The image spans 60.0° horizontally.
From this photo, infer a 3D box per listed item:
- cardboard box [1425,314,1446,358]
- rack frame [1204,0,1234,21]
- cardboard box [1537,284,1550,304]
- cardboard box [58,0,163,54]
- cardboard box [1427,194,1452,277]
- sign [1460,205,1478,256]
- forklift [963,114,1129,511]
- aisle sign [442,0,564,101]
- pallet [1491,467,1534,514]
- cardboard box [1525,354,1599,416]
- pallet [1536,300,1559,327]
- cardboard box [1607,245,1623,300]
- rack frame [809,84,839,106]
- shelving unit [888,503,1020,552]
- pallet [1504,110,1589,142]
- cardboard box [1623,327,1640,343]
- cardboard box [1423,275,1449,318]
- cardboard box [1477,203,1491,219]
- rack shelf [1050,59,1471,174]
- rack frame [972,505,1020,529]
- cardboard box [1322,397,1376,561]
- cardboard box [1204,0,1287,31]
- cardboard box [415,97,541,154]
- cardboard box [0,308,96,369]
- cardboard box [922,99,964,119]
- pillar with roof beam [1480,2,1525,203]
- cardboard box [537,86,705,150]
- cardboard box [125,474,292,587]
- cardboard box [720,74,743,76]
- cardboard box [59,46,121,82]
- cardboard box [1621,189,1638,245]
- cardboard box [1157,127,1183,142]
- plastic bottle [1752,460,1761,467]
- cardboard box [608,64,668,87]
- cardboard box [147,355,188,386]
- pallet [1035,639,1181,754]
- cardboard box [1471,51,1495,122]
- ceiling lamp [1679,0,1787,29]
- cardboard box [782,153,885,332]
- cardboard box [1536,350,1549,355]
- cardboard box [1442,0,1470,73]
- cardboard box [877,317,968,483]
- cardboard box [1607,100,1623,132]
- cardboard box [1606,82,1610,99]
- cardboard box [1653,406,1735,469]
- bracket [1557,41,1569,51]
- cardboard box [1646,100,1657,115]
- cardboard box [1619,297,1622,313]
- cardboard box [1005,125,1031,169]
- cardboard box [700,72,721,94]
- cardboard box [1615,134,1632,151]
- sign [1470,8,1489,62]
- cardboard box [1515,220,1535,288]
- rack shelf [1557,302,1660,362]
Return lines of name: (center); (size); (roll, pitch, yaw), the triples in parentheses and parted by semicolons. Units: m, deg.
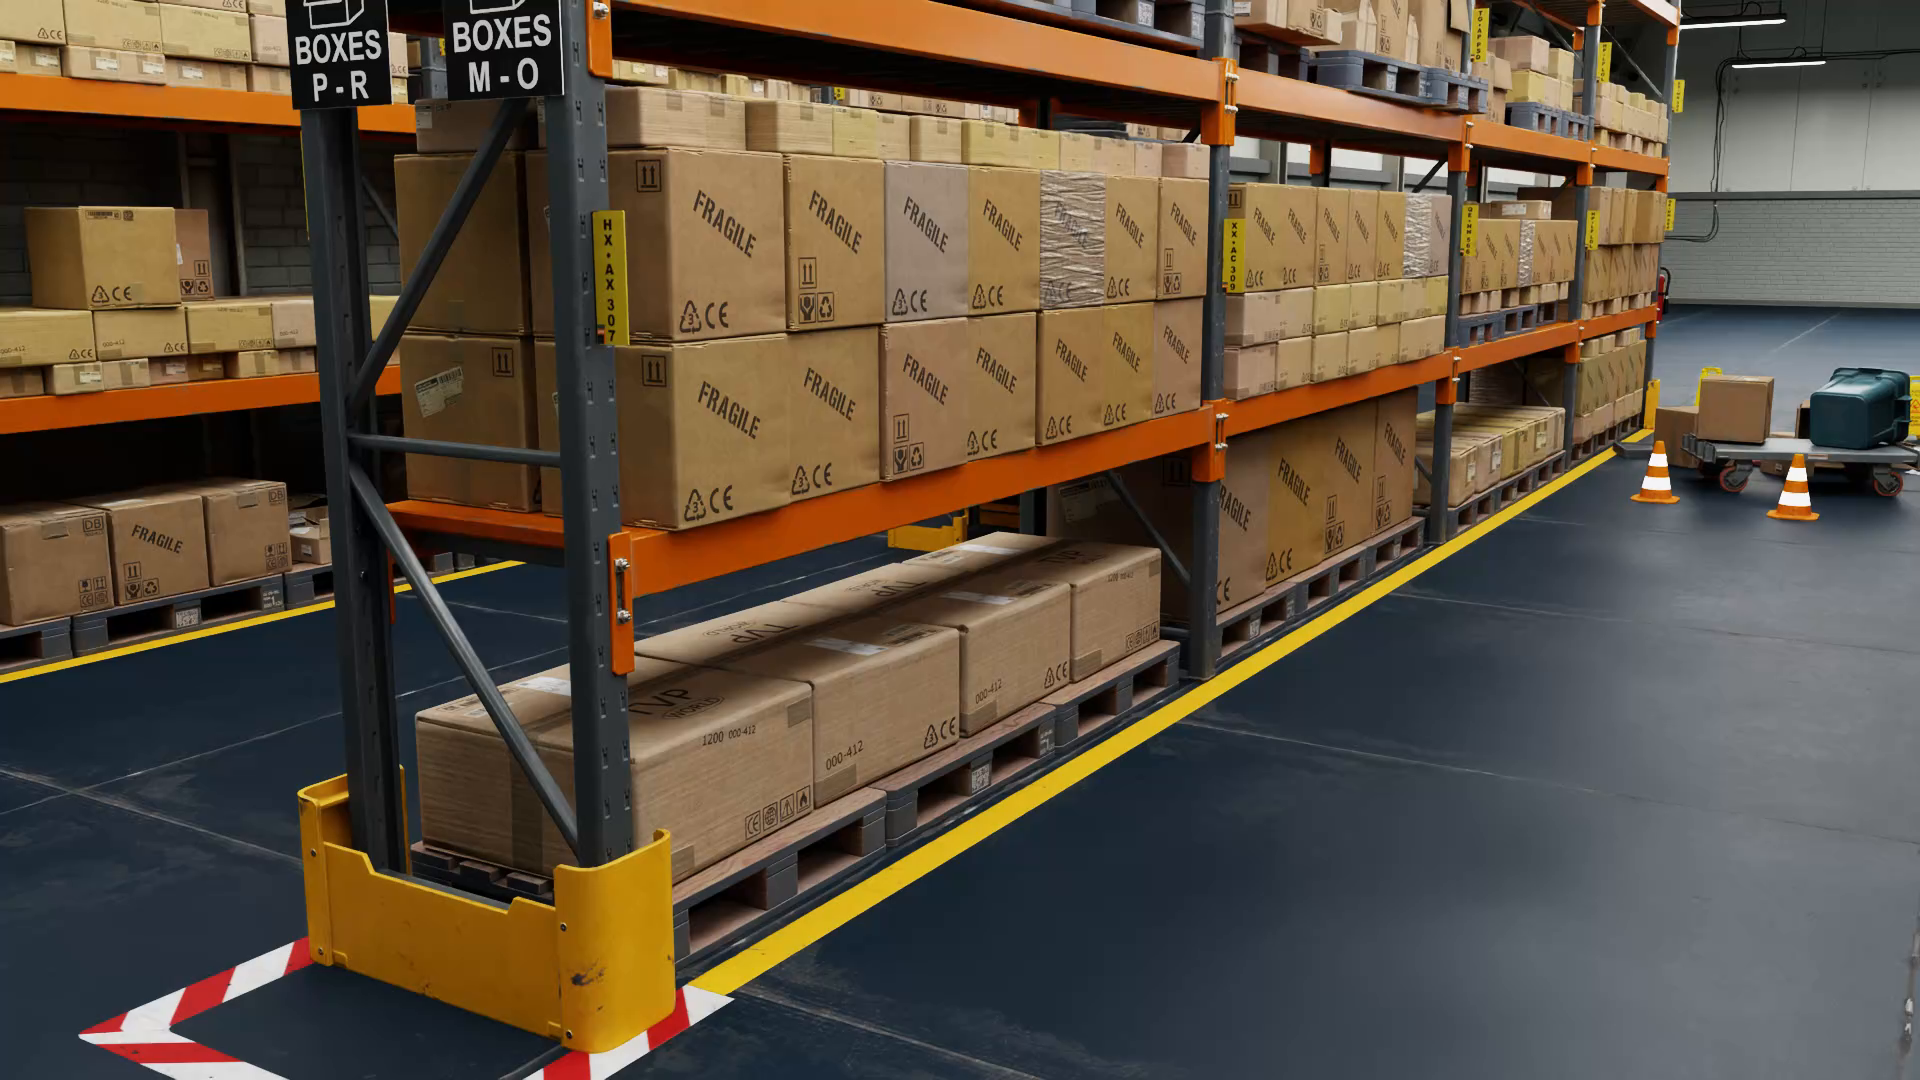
cardboard box: (2.786, -1.311, 10.628); (0.500, 0.250, 0.500); (6, 12, 29)
rack frame: (0.750, -3.809, 7.259); (1.000, 3.000, 0.127); (6, 12, 31)
cardboard box: (4.488, -1.970, 13.280); (0.380, 0.149, 0.250); (7, 12, 31)
cardboard box: (-4.336, -2.540, 8.232); (0.500, 0.250, 0.500); (6, 12, 30)
cardboard box: (2.782, -1.923, 10.502); (0.500, 0.500, 0.500); (6, 12, 29)
sign: (3.303, -2.006, 10.785); (0.100, 0.325, 0.005); (6, 12, 31)
forklift: (1.036, -1.800, 13.019); (1.130, 2.935, 3.031); (6, 12, 29)
aisle sign: (-1.116, -1.470, 4.003); (0.394, 0.787, 0.004); (6, 12, 31)
pallet: (3.868, -0.432, 13.105); (1.003, 0.211, 1.213); (6, 12, 31)
cardboard box: (5.440, -1.409, 15.035); (0.500, 0.500, 0.500); (7, 13, 33)
pallet: (4.382, -1.918, 13.982); (1.003, 0.211, 1.213); (6, 12, 31)
cardboard box: (5.883, -2.515, 15.571); (0.500, 0.500, 0.500); (6, 12, 30)
rack frame: (-1.418, -4.912, 13.149); (1.000, 3.000, 0.127); (6, 12, 31)
shelving unit: (0.040, -0.749, 11.295); (0.587, 1.500, 1.083); (6, 12, 31)
pallet: (4.492, -3.413, 13.809); (1.213, 0.211, 1.003); (6, 12, 31)
cardboard box: (6.654, -2.075, 16.829); (0.380, 0.149, 0.250); (7, 13, 32)
cardboard box: (2.792, -1.561, 10.603); (0.500, 0.250, 0.500); (6, 12, 30)
cardboard box: (4.357, -2.799, 14.182); (0.380, 0.149, 0.250); (6, 12, 30)
rack shelf: (1.788, -2.295, 9.282); (1.077, 0.370, 4.000); (6, 12, 31)
rack frame: (0.308, -0.831, 11.729); (0.500, 1.500, 0.032); (6, 12, 31)
cardboard box: (1.930, -0.411, 10.043); (0.875, 0.875, 0.875); (7, 12, 31)
cardboard box: (1.309, -2.520, 7.751); (0.396, 0.266, 0.258); (6, 12, 30)
cardboard box: (-1.312, -1.166, 4.694); (0.380, 0.149, 0.250); (7, 12, 31)
cardboard box: (-4.583, -0.982, 8.062); (0.500, 0.250, 0.500); (6, 12, 30)
cardboard box: (-0.305, -3.993, 14.708); (0.500, 0.500, 0.500); (7, 13, 32)
pillar with roof beam: (14.629, -8.566, 32.669); (9.100, 9.000, 0.548); (6, 12, 31)
cardboard box: (-0.906, -1.120, 4.447); (0.380, 0.149, 0.250); (7, 13, 32)
cardboard box: (-4.156, -0.063, 9.208); (0.700, 0.500, 0.500); (6, 12, 29)
cardboard box: (-1.833, -3.509, 12.327); (0.380, 0.149, 0.250); (6, 12, 30)
cardboard box: (-4.328, -2.315, 8.115); (0.380, 0.149, 0.250); (6, 12, 31)
cardboard box: (5.885, -3.008, 15.488); (0.700, 0.500, 0.500); (6, 12, 29)
cardboard box: (2.097, -4.756, 18.783); (0.700, 0.500, 0.500); (6, 12, 31)
plastic bottle: (7.176, -0.698, 14.929); (0.133, 0.061, 0.283); (9, 14, 40)
cardboard box: (-2.223, -3.193, 11.393); (0.380, 0.149, 0.250); (7, 13, 32)
cardboard box: (-4.260, -0.895, 8.680); (0.380, 0.149, 0.250); (6, 12, 31)
pallet: (0.288, 0.623, 7.469); (1.003, 0.211, 1.213); (6, 12, 31)
cardboard box: (3.327, -3.161, 11.677); (0.700, 0.500, 0.500); (6, 12, 31)
ceiling lamp: (14.503, -11.239, 31.087); (2.000, 3.185, 0.800); (6, 12, 31)
cardboard box: (-0.572, -0.902, 5.045); (0.500, 0.500, 0.500); (6, 12, 29)
cardboard box: (5.244, -1.541, 15.739); (0.500, 0.500, 0.500); (7, 12, 32)
cardboard box: (2.760, -3.147, 10.454); (0.797, 0.503, 0.637); (6, 12, 27)
cardboard box: (-0.314, -0.489, 5.556); (0.500, 0.500, 0.500); (6, 12, 30)
cardboard box: (5.626, -3.790, 14.910); (0.500, 0.250, 0.500); (6, 12, 30)
cardboard box: (5.456, -3.923, 14.537); (0.380, 0.149, 0.250); (7, 13, 32)
cardboard box: (6.623, -0.929, 14.967); (0.500, 0.500, 0.500); (-4, 11, -18)
bracket: (14.152, -11.591, 39.046); (0.235, 0.232, 0.430); (6, 12, 31)
cardboard box: (6.773, -4.330, 16.710); (0.380, 0.149, 0.250); (6, 12, 30)
cardboard box: (6.120, -2.256, 15.952); (0.380, 0.149, 0.250); (6, 12, 30)
cardboard box: (0.030, -1.406, 5.973); (0.380, 0.149, 0.250); (6, 12, 31)
cardboard box: (-1.969, -3.325, 12.151); (0.380, 0.149, 0.250); (7, 12, 31)
cardboard box: (6.019, -3.689, 15.454); (0.380, 0.149, 0.250); (6, 12, 30)
sign: (3.297, -3.202, 10.551); (0.100, 0.325, 0.005); (6, 12, 31)
cardboard box: (4.059, -2.184, 12.663); (0.500, 0.500, 0.500); (6, 12, 29)
rack shelf: (5.942, -2.079, 16.278); (1.077, 0.370, 4.000); (6, 12, 31)
